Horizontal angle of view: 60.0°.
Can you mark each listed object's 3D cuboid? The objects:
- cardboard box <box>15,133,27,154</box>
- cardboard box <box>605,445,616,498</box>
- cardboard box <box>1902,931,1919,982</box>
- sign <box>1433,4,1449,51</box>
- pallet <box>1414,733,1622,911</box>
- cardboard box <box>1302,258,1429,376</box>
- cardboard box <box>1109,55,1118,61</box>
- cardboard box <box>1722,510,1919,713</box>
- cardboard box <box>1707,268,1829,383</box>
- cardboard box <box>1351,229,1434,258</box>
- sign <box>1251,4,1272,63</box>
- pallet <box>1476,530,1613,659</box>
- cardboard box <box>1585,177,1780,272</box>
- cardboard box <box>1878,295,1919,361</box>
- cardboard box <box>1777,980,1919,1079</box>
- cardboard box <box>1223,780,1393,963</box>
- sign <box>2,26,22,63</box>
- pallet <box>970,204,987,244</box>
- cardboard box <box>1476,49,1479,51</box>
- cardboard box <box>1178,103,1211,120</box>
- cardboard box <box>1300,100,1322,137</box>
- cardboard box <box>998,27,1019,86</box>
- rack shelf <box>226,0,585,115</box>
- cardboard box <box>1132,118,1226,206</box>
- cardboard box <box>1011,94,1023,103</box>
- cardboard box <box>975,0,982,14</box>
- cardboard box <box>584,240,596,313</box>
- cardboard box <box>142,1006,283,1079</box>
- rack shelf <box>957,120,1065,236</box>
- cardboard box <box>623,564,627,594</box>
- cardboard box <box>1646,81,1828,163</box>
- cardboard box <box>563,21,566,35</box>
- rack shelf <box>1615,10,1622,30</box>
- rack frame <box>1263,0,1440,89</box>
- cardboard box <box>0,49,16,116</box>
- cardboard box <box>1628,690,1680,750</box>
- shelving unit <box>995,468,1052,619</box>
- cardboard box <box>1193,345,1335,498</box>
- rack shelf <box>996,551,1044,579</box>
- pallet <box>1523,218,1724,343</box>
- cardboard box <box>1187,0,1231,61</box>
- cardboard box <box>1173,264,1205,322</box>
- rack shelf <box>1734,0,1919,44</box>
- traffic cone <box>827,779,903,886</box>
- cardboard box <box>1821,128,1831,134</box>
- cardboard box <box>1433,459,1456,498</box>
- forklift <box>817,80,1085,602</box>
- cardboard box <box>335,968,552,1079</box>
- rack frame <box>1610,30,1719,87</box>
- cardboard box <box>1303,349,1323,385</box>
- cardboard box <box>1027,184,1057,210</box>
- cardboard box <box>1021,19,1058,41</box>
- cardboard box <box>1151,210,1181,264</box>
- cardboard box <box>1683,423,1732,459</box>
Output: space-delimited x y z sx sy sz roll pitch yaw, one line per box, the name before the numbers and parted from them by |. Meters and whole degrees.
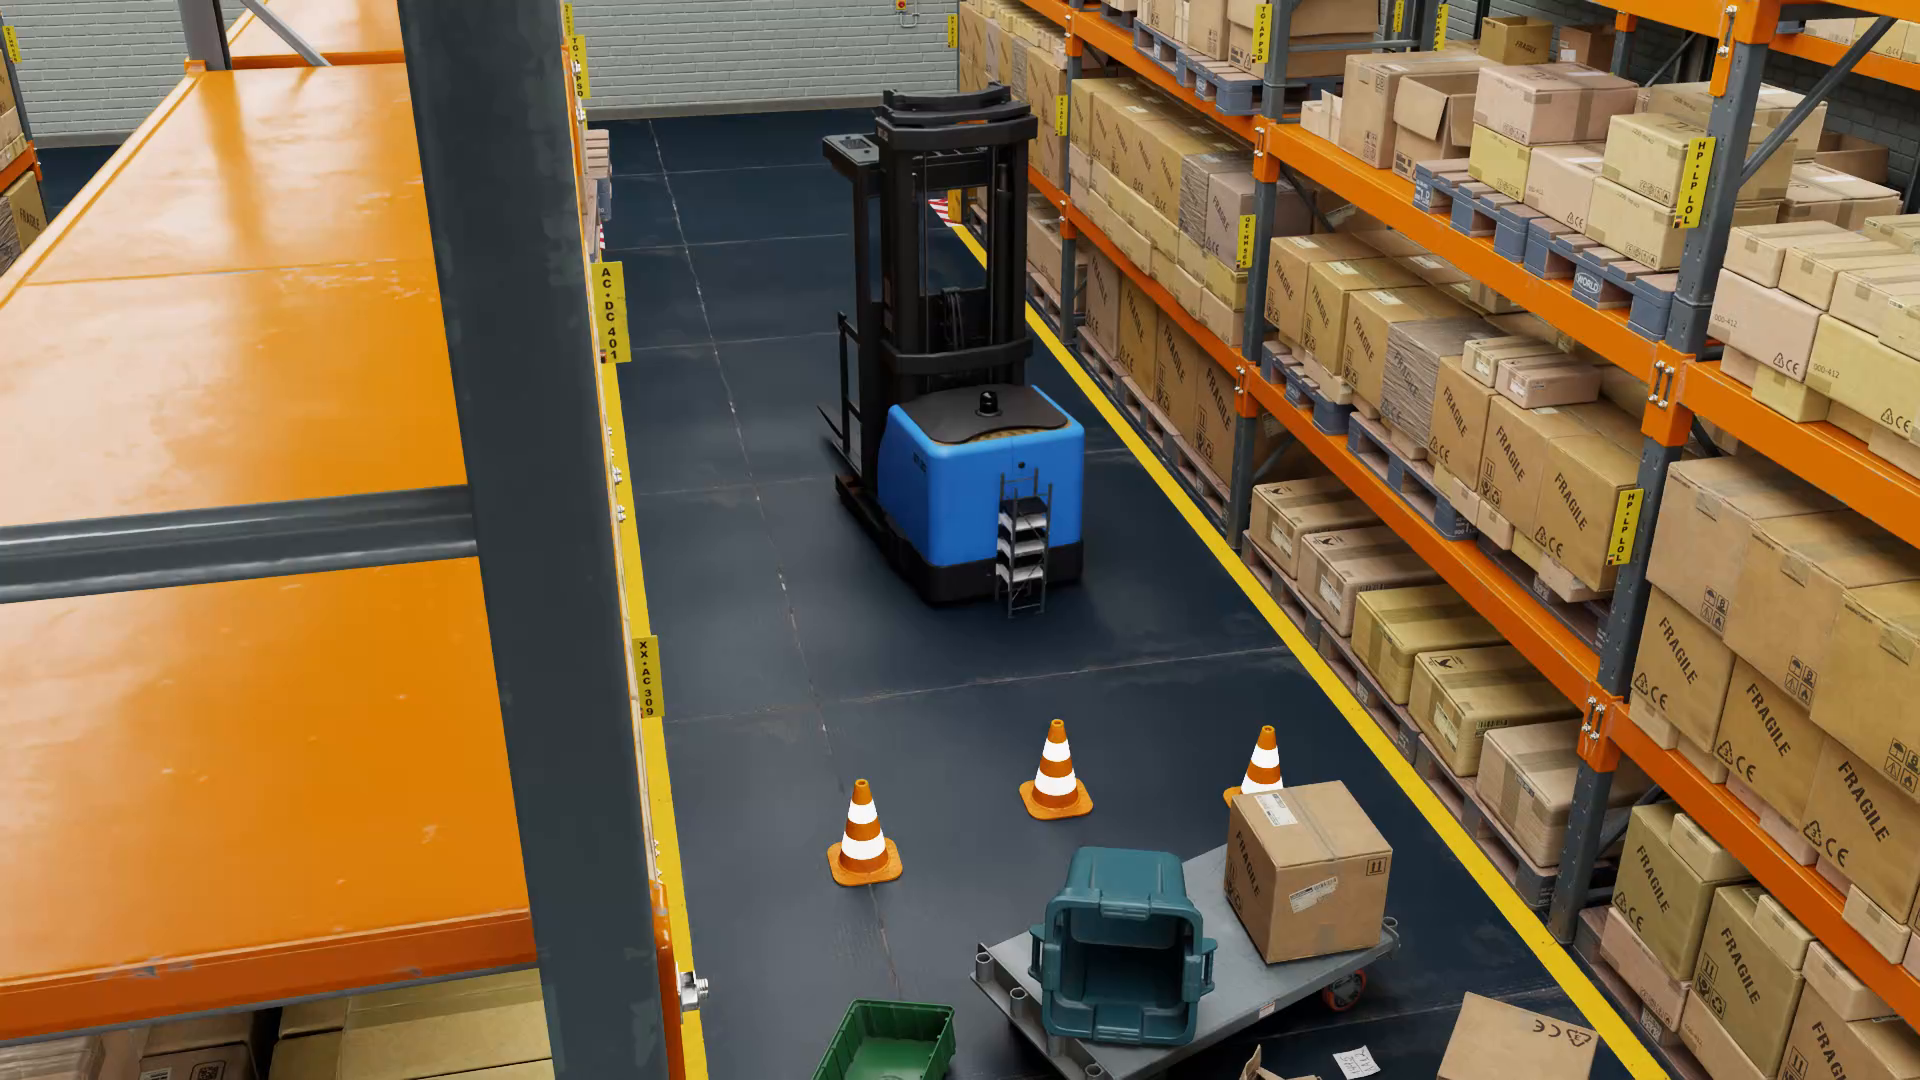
cardboard box | -8.787 -3.617 15.212 0.380 0.149 0.250 -5 27 -11
cardboard box | -0.893 -0.063 3.381 0.380 0.149 0.250 -6 27 -11
cardboard box | 3.293 1.363 5.345 0.380 0.149 0.250 -6 27 -12
sign | 2.799 -2.970 9.749 0.100 0.325 0.005 -6 27 -12
pallet | 2.995 1.313 8.260 1.003 0.211 1.213 -6 27 -12
cardboard box | 2.270 -1.262 9.360 0.500 0.500 0.500 -5 27 -9
cardboard box | 1.477 -4.158 14.066 0.380 0.149 0.250 -6 27 -11
cardboard box | 3.153 0.228 5.765 0.700 0.500 0.500 -6 27 -11
cardboard box | 3.004 -0.774 5.808 0.500 0.250 0.500 -7 28 -13
cardboard box | 2.643 -1.540 9.911 0.500 0.500 0.500 -7 28 -13
sign | 1.727 -2.898 9.519 0.100 0.325 0.005 -6 27 -12
pallet | 3.141 0.145 7.692 1.003 0.211 1.213 -6 27 -12
cardboard box | 2.899 -1.291 6.697 0.500 0.250 0.500 -6 28 -13
cardboard box | 3.095 -0.655 5.131 0.380 0.149 0.250 -6 27 -12
cardboard box | 3.289 1.863 5.829 0.500 0.500 0.500 -5 27 -9
cardboard box | 1.444 1.382 6.964 0.500 0.500 0.500 -6 27 -12
sign | -8.656 -4.523 15.181 0.100 0.325 0.005 -6 27 -12
pallet | 0.724 -3.270 17.341 1.003 0.211 1.213 -6 27 -12
cardboard box | 5.779 -5.028 17.566 0.500 0.250 0.500 -6 27 -11
cardboard box | 1.933 -2.971 12.434 0.500 0.500 0.500 -5 27 -10
cardboard box | 2.175 -2.417 9.507 0.380 0.149 0.250 -6 27 -12
cardboard box | 0.658 -4.439 15.342 0.500 0.500 0.500 -6 27 -11
rack shelf | -2.079 -2.099 6.511 1.077 0.370 4.000 -6 27 -12
cardboard box | 1.563 -2.703 11.903 0.500 0.500 0.500 -6 27 -12
cardboard box | 0.766 -3.769 15.123 0.500 0.500 0.500 -6 27 -12
cardboard box | 0.353 -5.221 16.171 0.380 0.149 0.250 -5 27 -10
cardboard box | -1.235 -0.730 4.701 0.380 0.149 0.250 -6 27 -12
cardboard box | -1.221 0.670 2.371 0.500 0.250 0.500 -6 27 -11
rack shelf | 0.918 -3.659 15.815 1.077 0.370 4.000 -6 27 -12
cardboard box | -1.599 0.433 6.799 0.500 0.500 0.500 -6 27 -11
cardboard box | 3.308 -1.788 7.126 0.500 0.250 0.500 -7 28 -13
cardboard box | -3.747 -4.309 14.755 0.500 0.500 0.500 -5 27 -9
rack shelf | 5.753 -5.504 16.141 1.077 0.370 4.000 -6 27 -12
rack frame | 2.270 -4.024 9.082 1.000 3.000 0.127 -6 27 -12
cardboard box | -8.822 -4.065 14.826 0.500 0.500 0.500 -6 27 -11
cardboard box | 2.930 0.693 6.673 0.380 0.149 0.250 -6 27 -12
shelving unit | 0.379 0.025 10.033 0.258 0.900 0.210 -10 33 -19
cardboard box | 2.195 -0.897 11.436 0.875 0.875 0.875 -6 27 -12
rack shelf | 0.376 0.130 10.096 0.258 0.077 0.200 -10 33 -19
pallet | 3.136 -1.127 6.880 1.213 0.211 1.003 -6 27 -12
cardboard box | 1.862 -3.333 10.464 0.700 0.500 0.500 -7 28 -14
cardboard box | 1.773 -1.697 11.297 0.500 0.250 0.500 -5 27 -11
rack shelf | 3.622 -1.068 4.027 1.077 0.370 4.000 -6 27 -12
traffic cone | -0.460 1.347 7.913 0.336 0.463 0.334 -6 27 -12
cardboard box | 6.388 -3.033 13.199 0.700 0.500 0.500 -6 27 -12
cardboard box | 2.571 -0.312 8.199 0.380 0.149 0.250 -6 27 -12
forklift | -0.227 -1.573 10.961 1.130 2.935 3.031 -10 28 -19
cardboard box | -0.548 0.609 2.049 0.380 0.149 0.250 -6 27 -11
rack frame | 6.204 -3.608 14.915 1.000 3.000 0.127 -6 27 -12
cardboard box | 2.210 -1.007 9.576 0.380 0.149 0.250 -8 28 -15
cardboard box | 0.928 -3.221 16.527 0.875 0.438 0.875 -5 27 -10
cardboard box | 0.763 -4.553 14.848 0.380 0.149 0.250 -7 28 -13
cardboard box | 1.659 -2.136 11.612 0.500 0.250 0.500 -7 28 -13
cardboard box | 3.345 -0.190 7.236 0.500 0.500 0.500 -5 27 -10
